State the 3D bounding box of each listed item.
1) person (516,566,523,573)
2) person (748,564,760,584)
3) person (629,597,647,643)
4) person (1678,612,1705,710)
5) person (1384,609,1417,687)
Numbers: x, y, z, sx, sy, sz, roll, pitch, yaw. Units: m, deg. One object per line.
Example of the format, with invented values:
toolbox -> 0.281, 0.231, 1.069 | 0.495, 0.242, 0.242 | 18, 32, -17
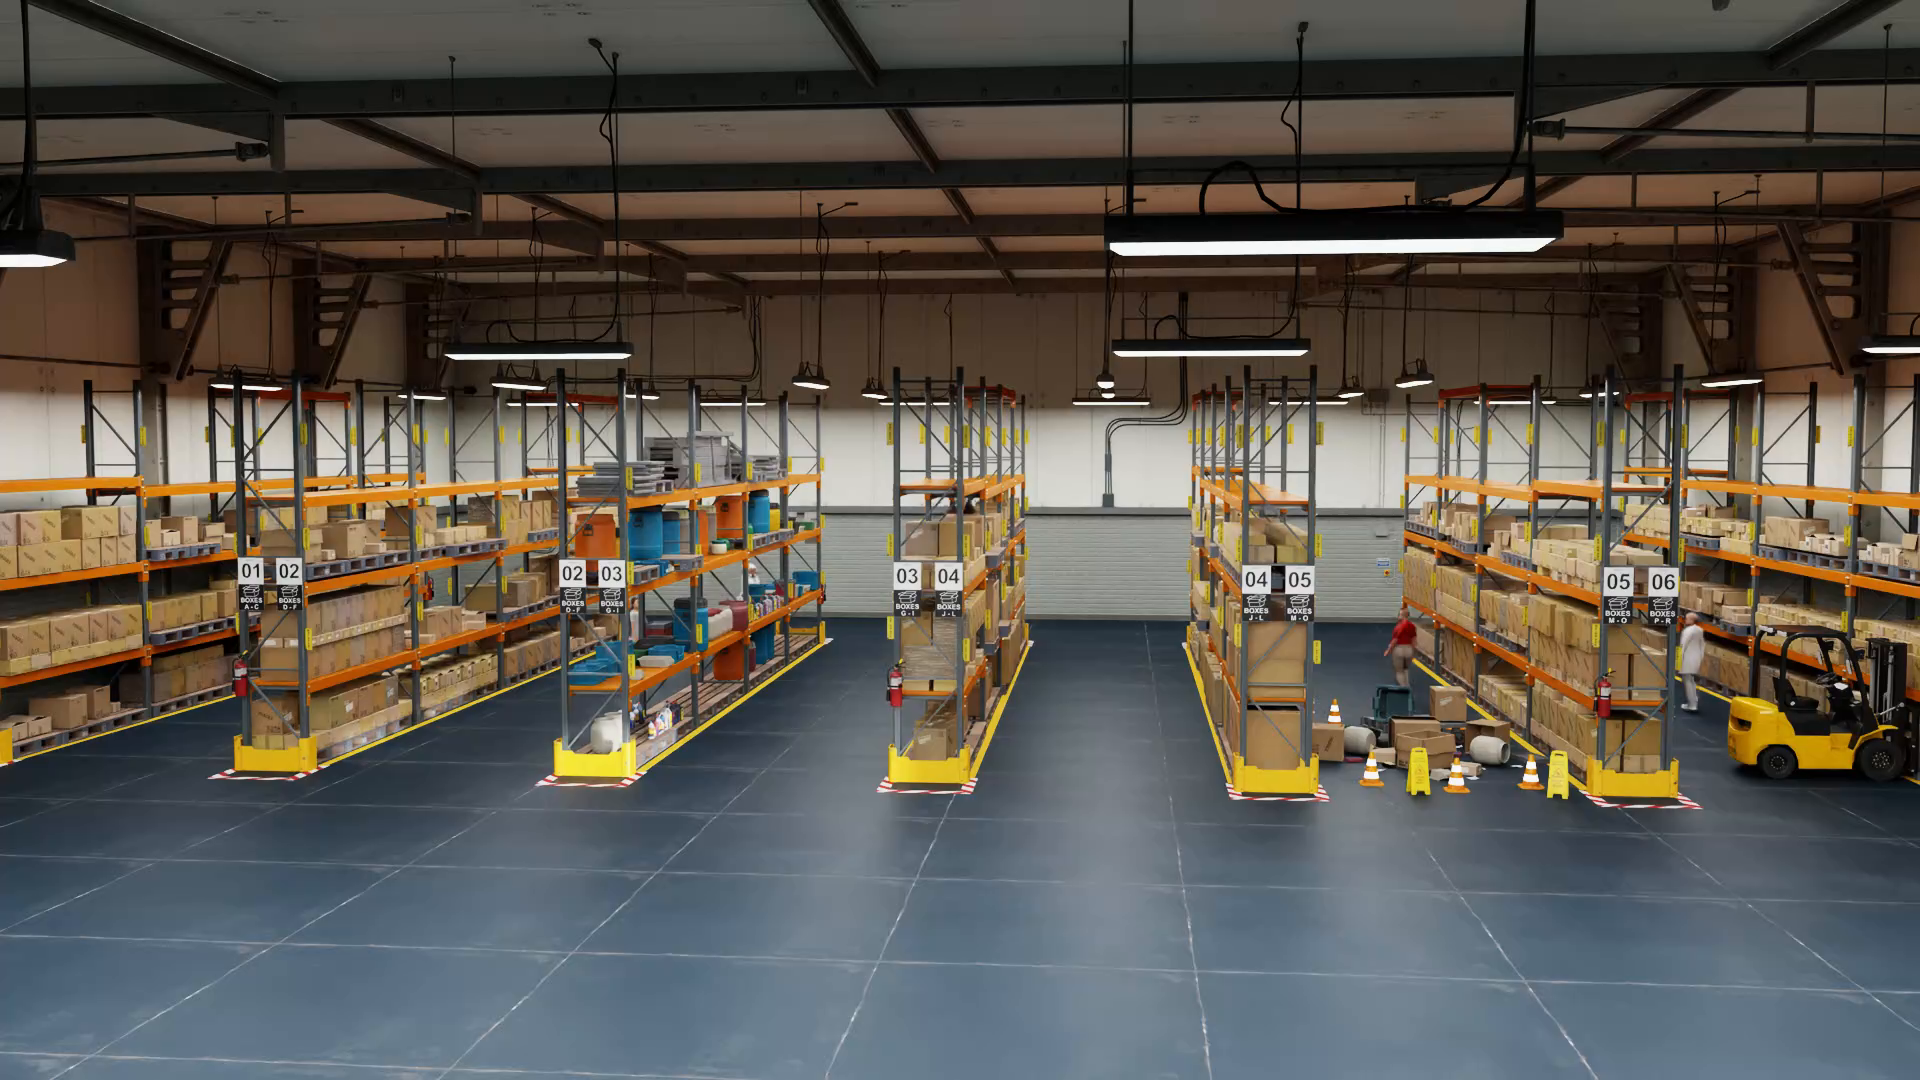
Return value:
person -> -11.197, 1.492, 42.717 | 0.446, 1.679, 0.499 | 1, 4, 17
person -> -5.376, 1.479, 42.958 | 1.004, 1.736, 0.606 | 1, 4, 21
person -> -6.692, 2.039, 34.611 | 0.379, 1.706, 0.476 | 0, 4, 4
person -> 13.319, 2.229, 30.337 | 0.641, 1.822, 0.580 | -1, 4, -8
person -> 8.371, 2.190, 31.511 | 0.620, 1.773, 0.595 | -1, 4, -10
